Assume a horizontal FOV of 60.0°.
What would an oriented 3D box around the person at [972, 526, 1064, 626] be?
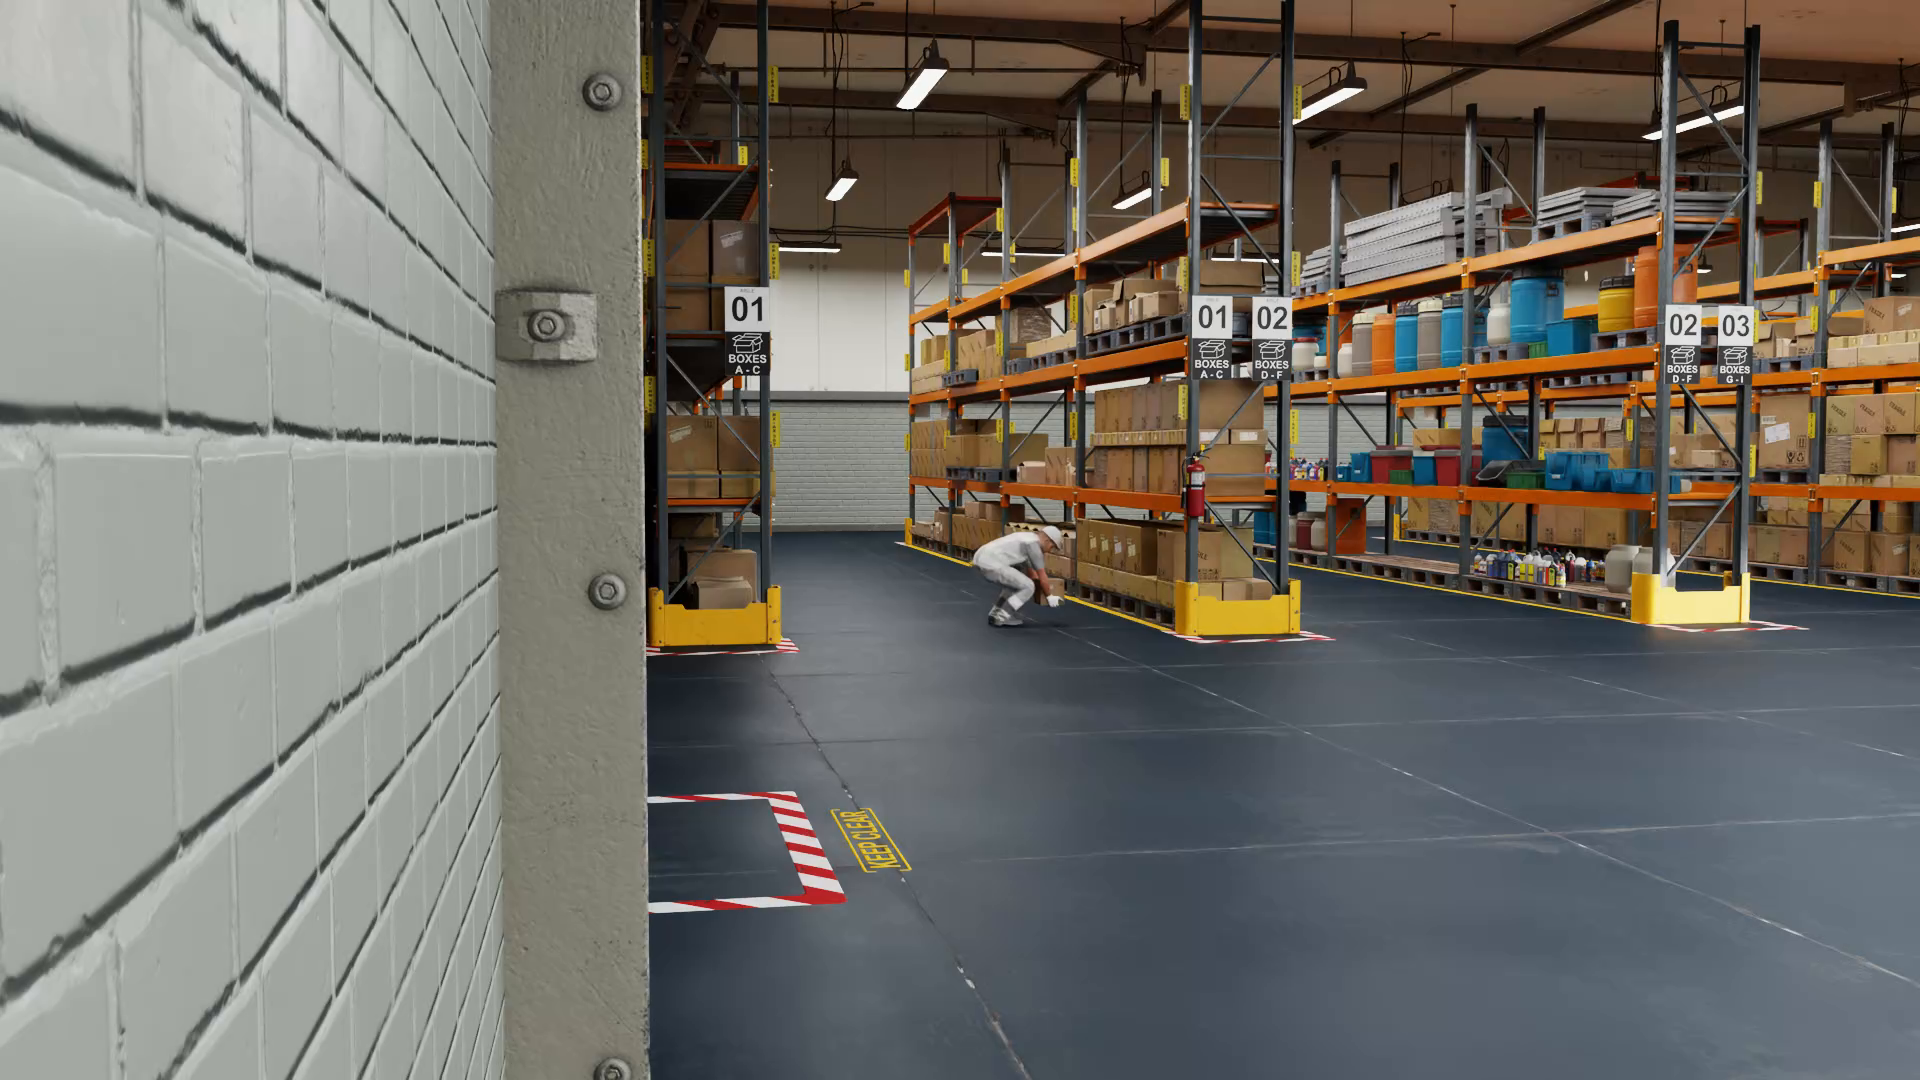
[{"bbox_3d":[0.581,0.358,16.686,0.921,0.988,0.532,-1,3,-13],"label":"person"}]
